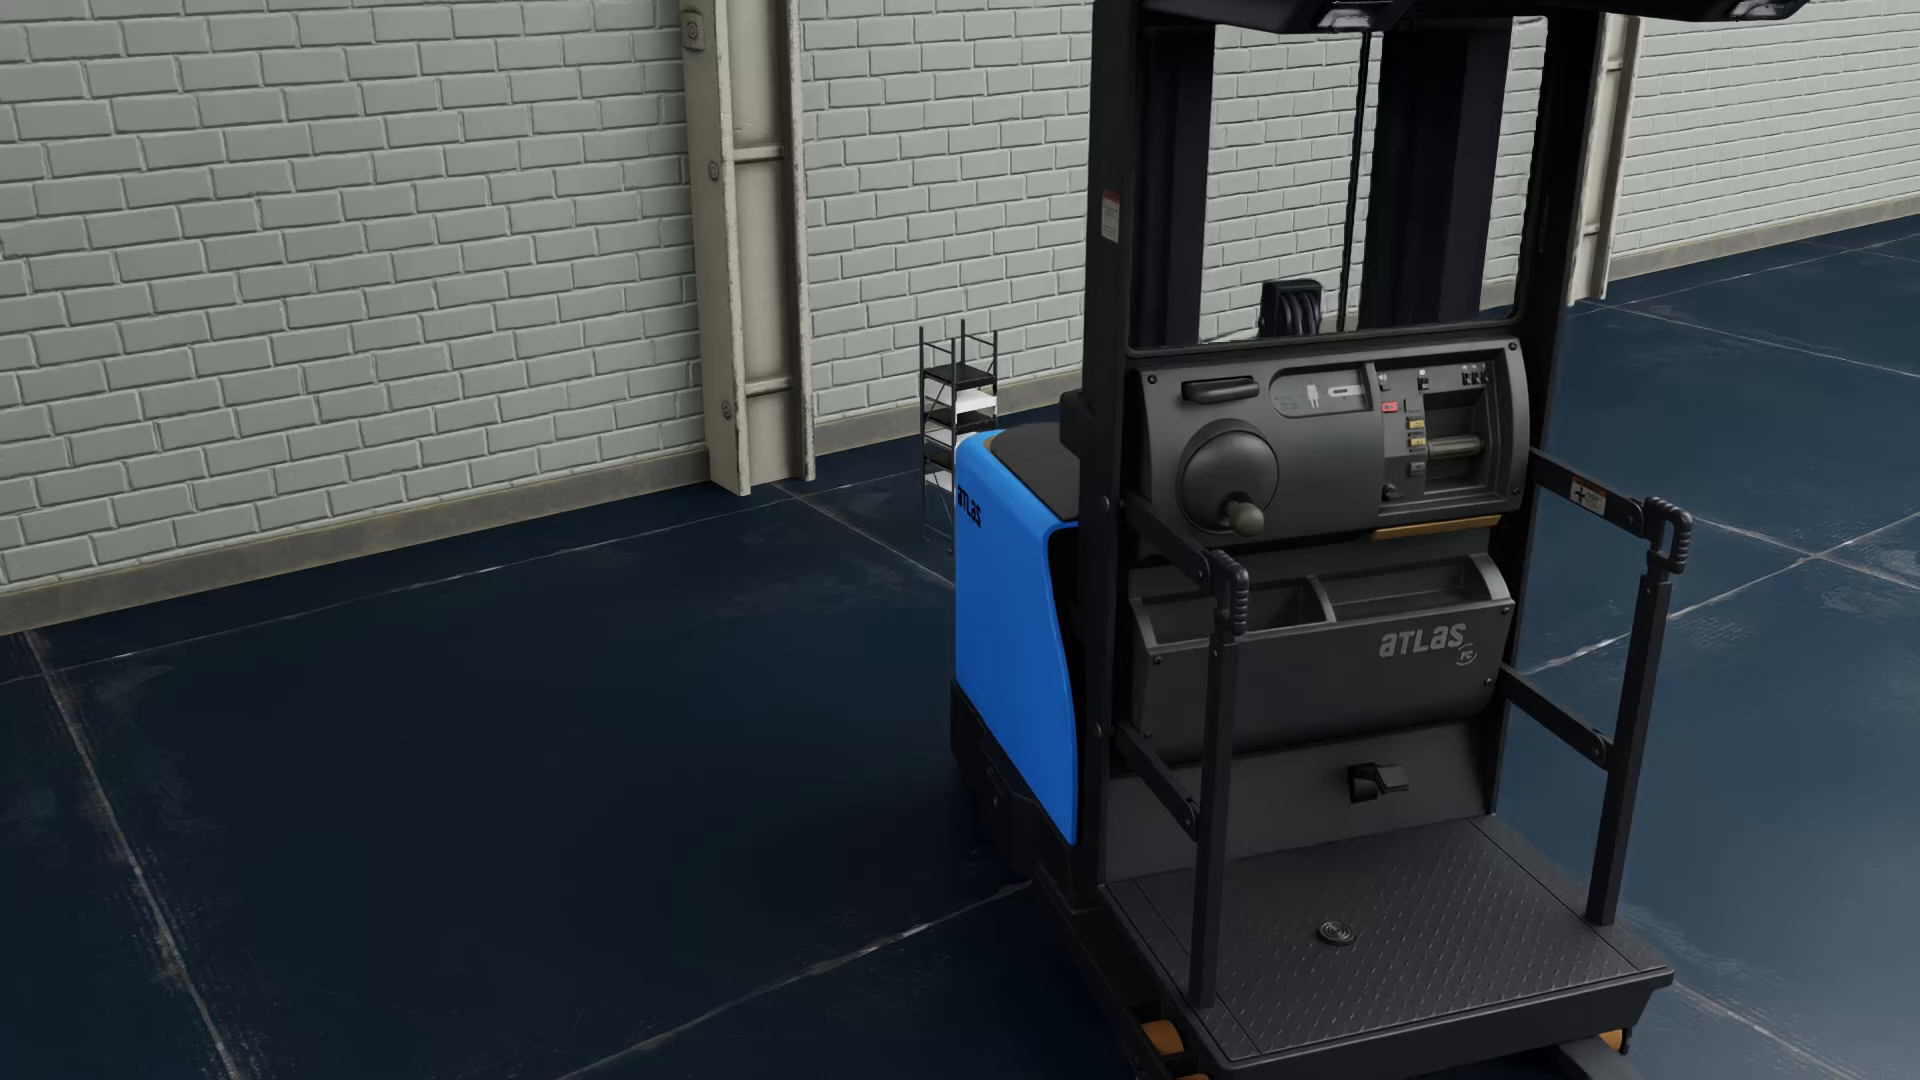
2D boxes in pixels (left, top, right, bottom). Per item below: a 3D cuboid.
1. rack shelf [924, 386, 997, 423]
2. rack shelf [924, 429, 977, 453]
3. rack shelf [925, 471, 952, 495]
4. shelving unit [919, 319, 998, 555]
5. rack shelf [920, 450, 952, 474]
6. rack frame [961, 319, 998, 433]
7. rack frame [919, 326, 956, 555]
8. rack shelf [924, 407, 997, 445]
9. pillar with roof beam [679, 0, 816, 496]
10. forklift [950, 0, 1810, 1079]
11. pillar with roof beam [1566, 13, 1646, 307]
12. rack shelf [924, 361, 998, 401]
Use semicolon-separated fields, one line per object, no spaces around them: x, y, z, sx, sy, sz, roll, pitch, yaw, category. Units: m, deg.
-0.007;-0.552;6.671;0.200;0.077;0.258;-15;26;-33;rack shelf
-0.007;-0.385;6.738;0.200;0.077;0.258;-15;26;-33;rack shelf
-0.007;-0.218;6.804;0.200;0.077;0.258;-15;26;-33;rack shelf
-0.007;-0.416;6.725;0.210;0.900;0.258;-15;26;-33;shelving unit
-0.007;-0.302;6.771;0.200;0.077;0.258;-15;26;-33;rack shelf
0.076;-0.438;6.780;0.006;0.900;0.240;-15;26;-33;rack frame
-0.089;-0.394;6.670;0.006;0.900;0.240;-15;26;-33;rack frame
-0.007;-0.469;6.704;0.200;0.077;0.258;-15;26;-33;rack shelf
1.608;-3.167;2.691;0.400;9.000;9.100;-15;26;-33;pillar with roof beam
0.898;-0.206;3.458;1.130;2.935;3.031;-7;23;-16;forklift
6.478;-4.466;5.946;0.400;9.000;9.100;-15;26;-33;pillar with roof beam
-0.007;-0.636;6.637;0.200;0.077;0.258;-15;26;-33;rack shelf
